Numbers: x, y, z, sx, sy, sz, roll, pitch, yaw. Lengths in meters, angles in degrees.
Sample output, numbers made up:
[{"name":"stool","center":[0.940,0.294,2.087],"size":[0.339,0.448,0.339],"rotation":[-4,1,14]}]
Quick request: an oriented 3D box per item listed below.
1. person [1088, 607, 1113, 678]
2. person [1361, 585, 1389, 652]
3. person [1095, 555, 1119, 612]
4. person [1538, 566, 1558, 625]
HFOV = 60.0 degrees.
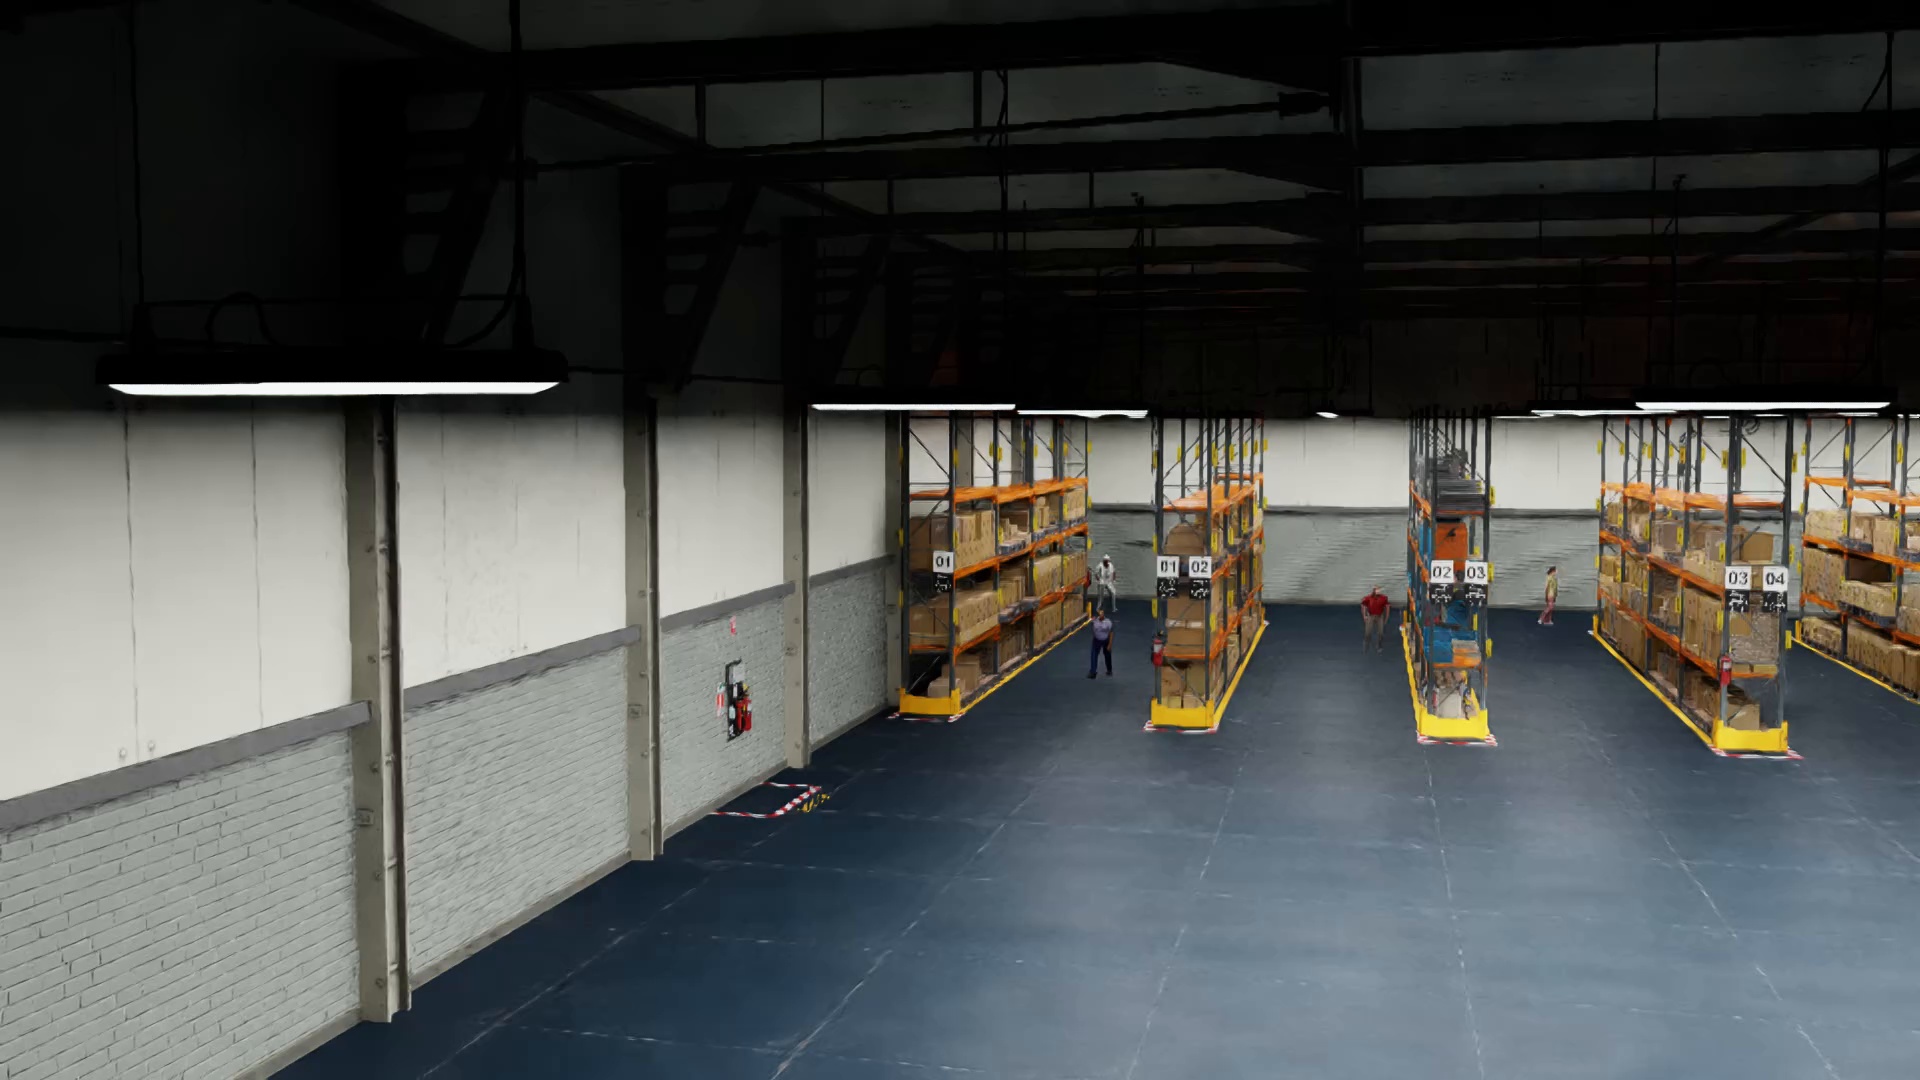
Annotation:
[{"name":"person","center":[3.168,2.269,37.026],"size":[0.481,1.565,1.085],"rotation":[1,4,17]},{"name":"person","center":[10.284,1.937,41.200],"size":[0.682,1.675,0.535],"rotation":[1,4,12]},{"name":"person","center":[4.366,1.287,49.774],"size":[0.704,1.716,0.810],"rotation":[0,4,-5]},{"name":"person","center":[16.409,1.551,46.407],"size":[0.437,1.667,0.623],"rotation":[4,6,45]}]
